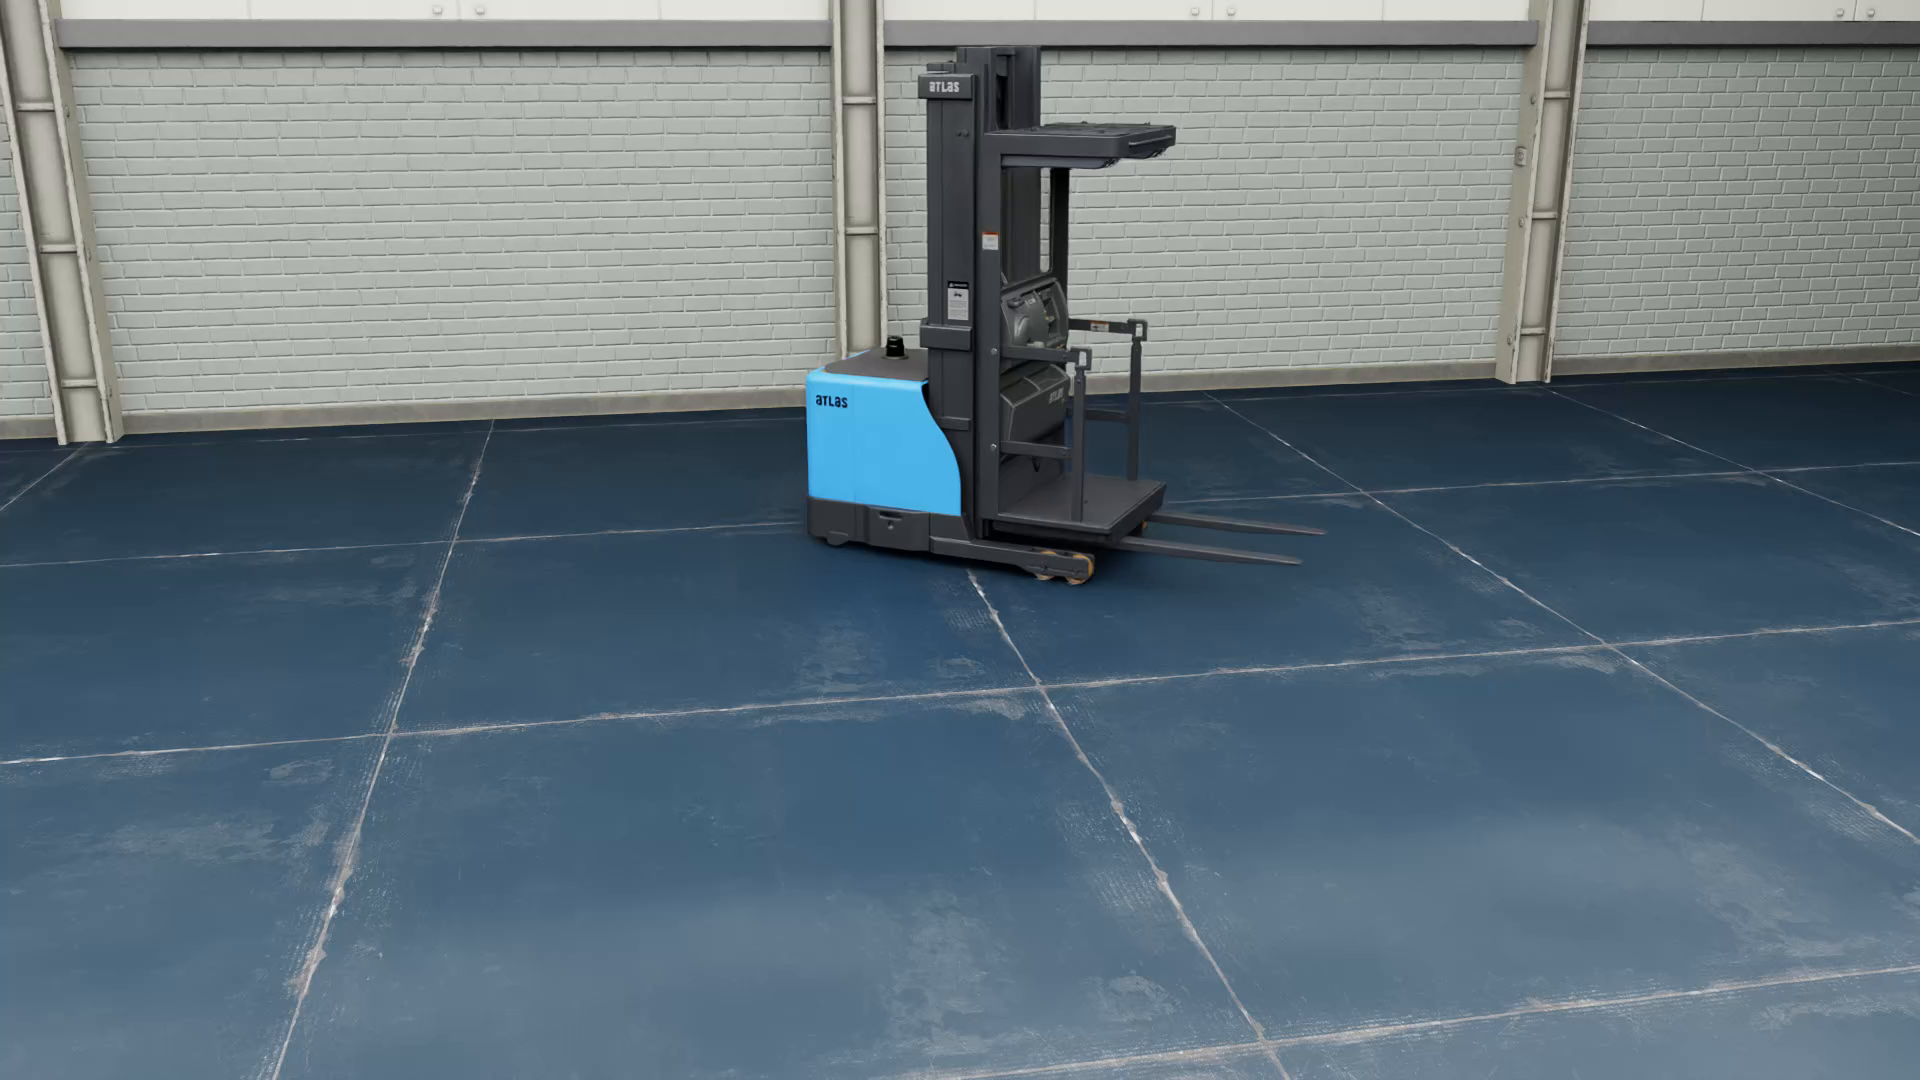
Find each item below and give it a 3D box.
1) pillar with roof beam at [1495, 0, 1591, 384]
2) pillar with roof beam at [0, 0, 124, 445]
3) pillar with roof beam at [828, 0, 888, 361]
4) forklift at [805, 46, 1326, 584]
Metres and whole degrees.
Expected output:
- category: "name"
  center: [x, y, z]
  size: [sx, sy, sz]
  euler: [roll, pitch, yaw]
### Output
- category: "pillar with roof beam"
  center: [5.893, -4.509, 9.666]
  size: [0.400, 9.000, 9.100]
  euler: [-3, 17, -10]
- category: "pillar with roof beam"
  center: [-5.889, -3.841, 7.490]
  size: [0.400, 9.000, 9.100]
  euler: [-3, 17, -10]
- category: "pillar with roof beam"
  center: [0.002, -4.175, 8.578]
  size: [0.400, 9.000, 9.100]
  euler: [-3, 17, -10]
- category: "forklift"
  center: [0.622, -1.327, 9.641]
  size: [3.031, 2.935, 1.130]
  euler: [7, 19, 23]
